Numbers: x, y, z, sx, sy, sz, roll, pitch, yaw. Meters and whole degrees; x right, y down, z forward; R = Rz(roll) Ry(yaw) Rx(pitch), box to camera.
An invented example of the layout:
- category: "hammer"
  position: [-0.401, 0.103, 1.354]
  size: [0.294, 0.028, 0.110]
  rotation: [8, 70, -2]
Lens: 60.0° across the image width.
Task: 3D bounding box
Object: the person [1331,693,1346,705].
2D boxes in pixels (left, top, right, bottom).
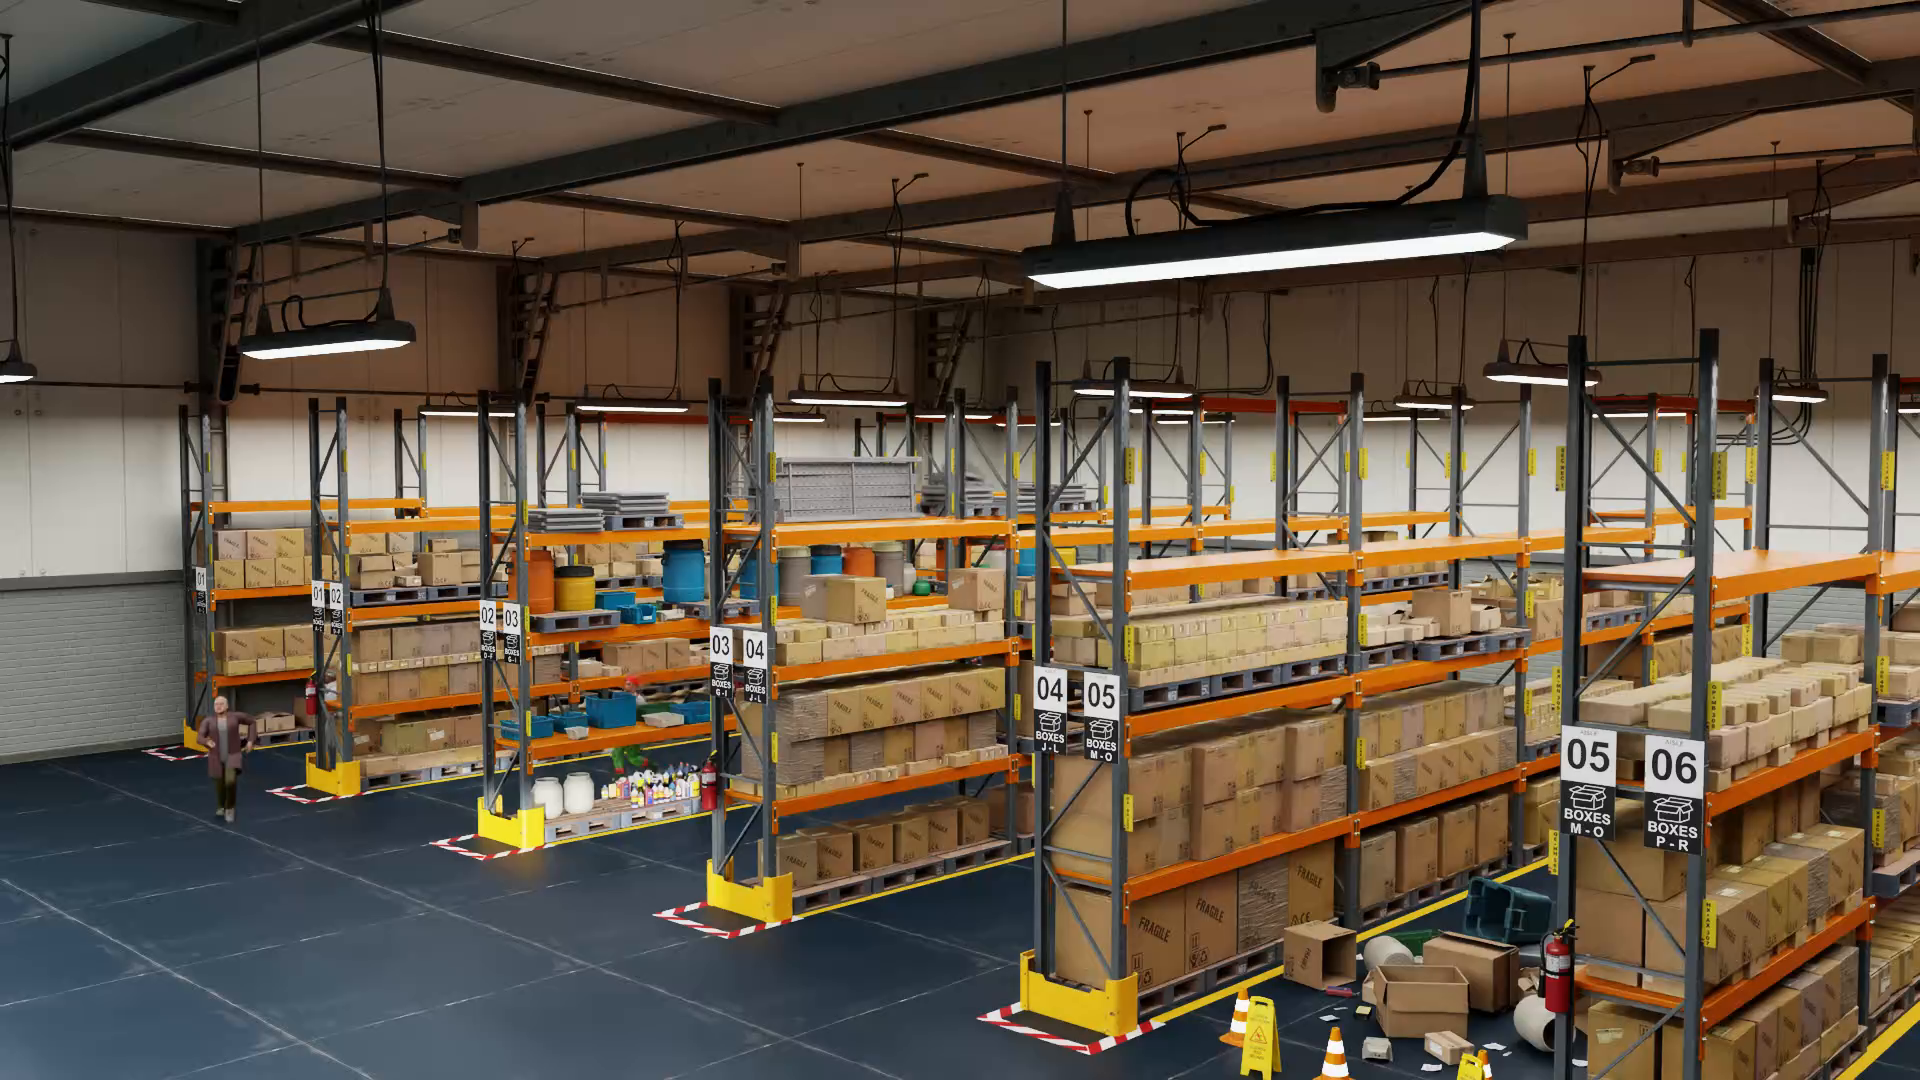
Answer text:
- category: "person"
  position: [5.671, 3.006, 24.360]
  size: [0.623, 1.834, 0.965]
  rotation: [2, 4, 33]

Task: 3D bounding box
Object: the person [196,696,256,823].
- category: "person"
  position: [-10.231, 3.054, 23.195]
  size: [0.733, 1.768, 0.924]
  rotation: [-1, 3, -13]

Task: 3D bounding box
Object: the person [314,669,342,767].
- category: "person"
  position: [-10.226, 2.912, 27.201]
  size: [0.596, 1.690, 0.742]
  rotation: [3, 4, 40]

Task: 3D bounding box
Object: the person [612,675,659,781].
- category: "person"
  position: [-5.029, 2.945, 25.446]
  size: [0.669, 1.760, 0.868]
  rotation: [3, 4, 44]
